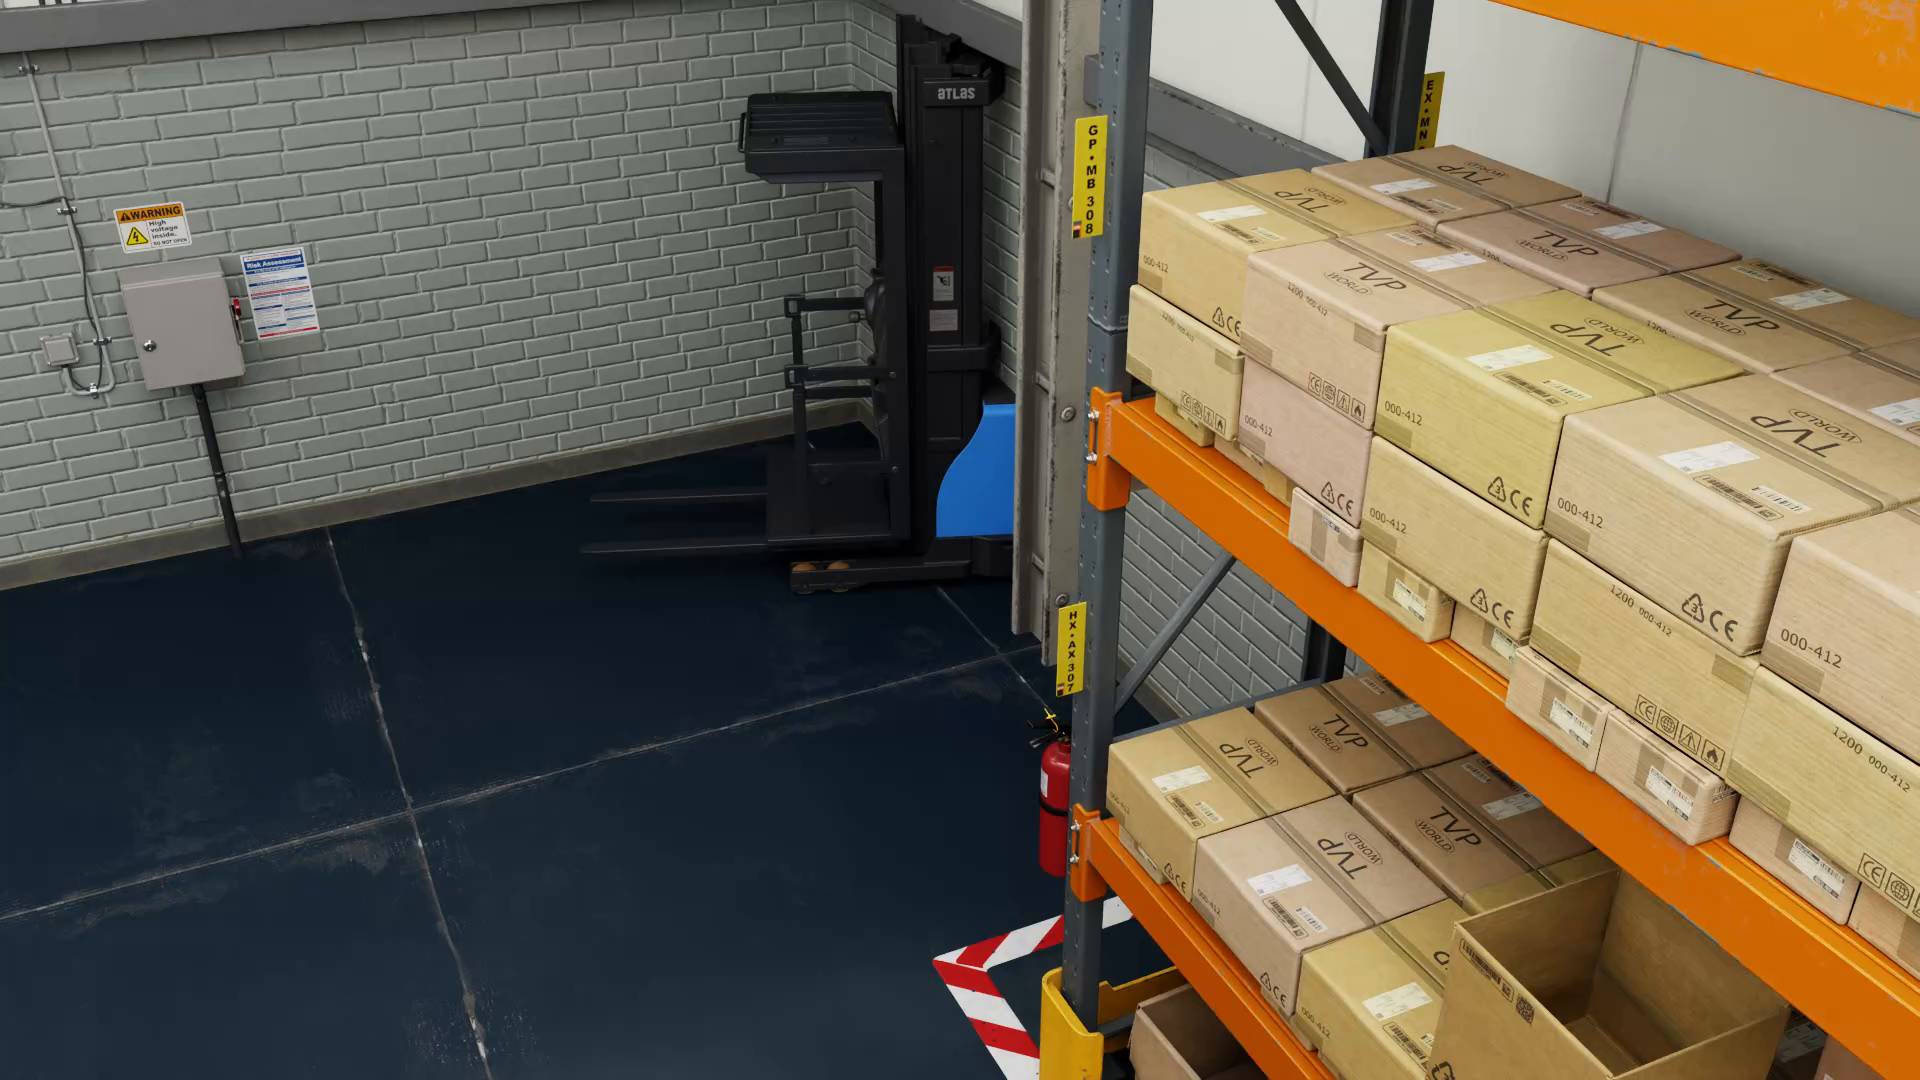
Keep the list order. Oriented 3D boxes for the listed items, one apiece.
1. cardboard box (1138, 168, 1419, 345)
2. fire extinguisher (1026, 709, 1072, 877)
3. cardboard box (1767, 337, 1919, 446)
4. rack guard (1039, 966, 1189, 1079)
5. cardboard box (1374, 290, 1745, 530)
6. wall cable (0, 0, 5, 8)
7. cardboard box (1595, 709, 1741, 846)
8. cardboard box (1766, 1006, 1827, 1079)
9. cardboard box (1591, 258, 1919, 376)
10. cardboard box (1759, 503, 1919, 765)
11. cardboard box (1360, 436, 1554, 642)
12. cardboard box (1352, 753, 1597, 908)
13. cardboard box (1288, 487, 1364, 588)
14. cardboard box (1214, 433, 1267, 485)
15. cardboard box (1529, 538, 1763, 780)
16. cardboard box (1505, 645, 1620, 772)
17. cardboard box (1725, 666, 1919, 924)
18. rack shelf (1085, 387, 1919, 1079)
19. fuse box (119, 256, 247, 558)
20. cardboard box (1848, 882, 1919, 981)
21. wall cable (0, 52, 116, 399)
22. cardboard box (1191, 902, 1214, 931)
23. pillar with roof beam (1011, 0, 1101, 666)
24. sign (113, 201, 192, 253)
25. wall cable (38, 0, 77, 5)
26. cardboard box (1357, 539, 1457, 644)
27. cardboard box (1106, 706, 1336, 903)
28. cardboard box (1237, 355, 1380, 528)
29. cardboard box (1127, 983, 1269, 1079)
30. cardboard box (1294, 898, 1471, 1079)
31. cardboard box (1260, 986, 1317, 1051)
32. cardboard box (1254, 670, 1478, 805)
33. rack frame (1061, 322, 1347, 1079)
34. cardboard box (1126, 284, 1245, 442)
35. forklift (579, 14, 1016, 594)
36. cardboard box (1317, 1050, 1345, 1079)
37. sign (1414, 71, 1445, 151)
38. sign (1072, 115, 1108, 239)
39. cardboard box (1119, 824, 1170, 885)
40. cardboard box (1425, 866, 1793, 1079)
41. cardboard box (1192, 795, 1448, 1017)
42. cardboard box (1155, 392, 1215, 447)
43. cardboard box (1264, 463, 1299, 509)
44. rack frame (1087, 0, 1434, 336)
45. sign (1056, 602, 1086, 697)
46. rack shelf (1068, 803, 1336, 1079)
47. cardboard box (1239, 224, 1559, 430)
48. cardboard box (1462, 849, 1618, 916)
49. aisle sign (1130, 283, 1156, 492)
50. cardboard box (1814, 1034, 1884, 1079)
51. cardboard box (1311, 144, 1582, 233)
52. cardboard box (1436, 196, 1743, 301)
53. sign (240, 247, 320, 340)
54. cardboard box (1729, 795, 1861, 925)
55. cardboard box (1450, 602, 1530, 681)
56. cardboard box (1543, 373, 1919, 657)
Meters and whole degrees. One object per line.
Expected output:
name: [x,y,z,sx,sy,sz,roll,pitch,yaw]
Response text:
cardboard box: [0.803,-0.736,4.266,0.500,0.250,0.500,-13,32,-23]
fire extinguisher: [0.359,0.835,5.655,0.296,0.674,0.183,-13,32,-22]
cardboard box: [1.926,-0.165,3.248,0.500,0.250,0.500,-13,32,-22]
rack guard: [0.872,1.730,6.153,1.175,0.500,0.348,-13,32,-22]
cardboard box: [1.233,-0.288,3.468,0.500,0.250,0.500,-14,32,-23]
wall cable: [-5.658,-3.577,6.928,2.355,3.000,0.029,-13,32,-22]
cardboard box: [1.448,0.404,3.153,0.380,0.149,0.250,-12,32,-21]
cardboard box: [1.930,1.368,4.092,0.500,0.250,0.500,-13,32,-22]
cardboard box: [1.736,-0.391,3.652,0.500,0.250,0.500,-13,32,-21]
cardboard box: [1.687,0.162,2.665,0.500,0.250,0.500,-12,32,-21]
cardboard box: [1.229,-0.064,3.580,0.500,0.250,0.500,-14,32,-23]
cardboard box: [1.497,0.918,4.896,0.500,0.250,0.500,-13,32,-22]
cardboard box: [1.011,-0.044,3.951,0.380,0.149,0.250,-12,32,-21]
cardboard box: [0.903,-0.292,4.395,0.380,0.149,0.250,-12,32,-21]
cardboard box: [1.472,0.160,3.181,0.500,0.250,0.500,-14,32,-23]
cardboard box: [1.337,0.295,3.347,0.380,0.149,0.250,-13,32,-22]
cardboard box: [1.681,0.384,2.781,0.500,0.250,0.500,-12,32,-21]
rack shelf: [1.698,0.495,3.468,1.077,0.370,4.000,-13,32,-22]
fuse box: [-4.124,-0.650,9.160,0.539,1.711,0.414,-13,32,-22]
cardboard box: [1.736,0.615,2.777,0.380,0.149,0.250,-12,31,-20]
wall cable: [-4.808,-1.582,8.465,0.588,1.984,0.122,-13,32,-22]
cardboard box: [0.884,1.021,5.118,0.380,0.149,0.250,-12,32,-21]
pillar with roof beam: [-3.392,-2.487,4.984,9.100,9.000,0.400,-13,32,-22]
sign: [-4.263,-1.652,8.785,0.339,0.242,0.001,-13,32,-22]
wall cable: [-3.126,-4.161,7.932,2.988,3.039,0.133,-13,32,-22]
cardboard box: [1.130,0.070,3.748,0.380,0.149,0.250,-13,32,-22]
cardboard box: [0.791,0.799,5.107,0.500,0.250,0.500,-13,32,-22]
cardboard box: [1.020,-0.293,3.987,0.500,0.250,0.500,-12,32,-21]
cardboard box: [1.017,1.802,5.592,0.797,0.503,0.637,-14,32,-24]
cardboard box: [1.228,1.245,4.312,0.500,0.250,0.500,-14,32,-23]
cardboard box: [1.081,1.255,4.702,0.380,0.149,0.250,-12,31,-20]
cardboard box: [1.277,0.690,5.303,0.500,0.250,0.500,-12,31,-21]
rack frame: [0.840,0.606,5.602,1.000,3.000,0.127,-13,32,-22]
cardboard box: [0.783,-0.513,4.380,0.500,0.250,0.500,-13,32,-23]
forklift: [-0.628,-1.250,8.982,3.031,2.935,1.130,-3,29,-5]
cardboard box: [1.200,1.371,4.495,0.380,0.149,0.250,-13,32,-21]
sign: [1.349,-1.196,4.843,0.100,0.325,0.005,-13,32,-22]
sign: [0.350,-0.969,4.451,0.100,0.325,0.005,-13,32,-22]
cardboard box: [0.733,0.919,5.301,0.380,0.149,0.250,-13,32,-22]
cardboard box: [1.435,1.135,3.742,0.500,0.500,0.500,-12,32,-21]
cardboard box: [1.008,1.022,4.710,0.500,0.250,0.500,-13,32,-21]
cardboard box: [0.766,-0.403,4.591,0.380,0.149,0.250,-12,32,-21]
cardboard box: [0.997,-0.175,4.186,0.380,0.149,0.250,-13,32,-22]
rack frame: [0.840,-2.010,4.134,1.000,3.000,0.127,-13,32,-22]
sign: [0.350,0.343,5.187,0.100,0.325,0.005,-13,32,-22]
rack shelf: [1.698,1.804,4.202,1.077,0.370,4.000,-13,32,-22]
cardboard box: [1.005,-0.507,3.858,0.500,0.250,0.500,-13,32,-22]
cardboard box: [1.705,1.137,4.504,0.500,0.250,0.500,-12,31,-20]
aisle sign: [0.545,-0.496,4.910,0.394,0.787,0.004,-13,32,-22]
cardboard box: [2.158,1.268,3.504,0.500,0.500,0.500,-14,32,-23]
cardboard box: [1.283,-0.847,4.464,0.500,0.250,0.500,-14,32,-23]
cardboard box: [1.505,-0.617,4.054,0.500,0.250,0.500,-14,32,-23]
sign: [-3.767,-1.366,9.216,0.329,0.494,0.001,-13,32,-22]
cardboard box: [1.623,0.505,2.973,0.380,0.149,0.250,-13,32,-21]
cardboard box: [1.292,0.167,3.576,0.380,0.149,0.250,-13,32,-23]
cardboard box: [1.461,-0.065,3.070,0.500,0.250,0.500,-12,32,-21]
